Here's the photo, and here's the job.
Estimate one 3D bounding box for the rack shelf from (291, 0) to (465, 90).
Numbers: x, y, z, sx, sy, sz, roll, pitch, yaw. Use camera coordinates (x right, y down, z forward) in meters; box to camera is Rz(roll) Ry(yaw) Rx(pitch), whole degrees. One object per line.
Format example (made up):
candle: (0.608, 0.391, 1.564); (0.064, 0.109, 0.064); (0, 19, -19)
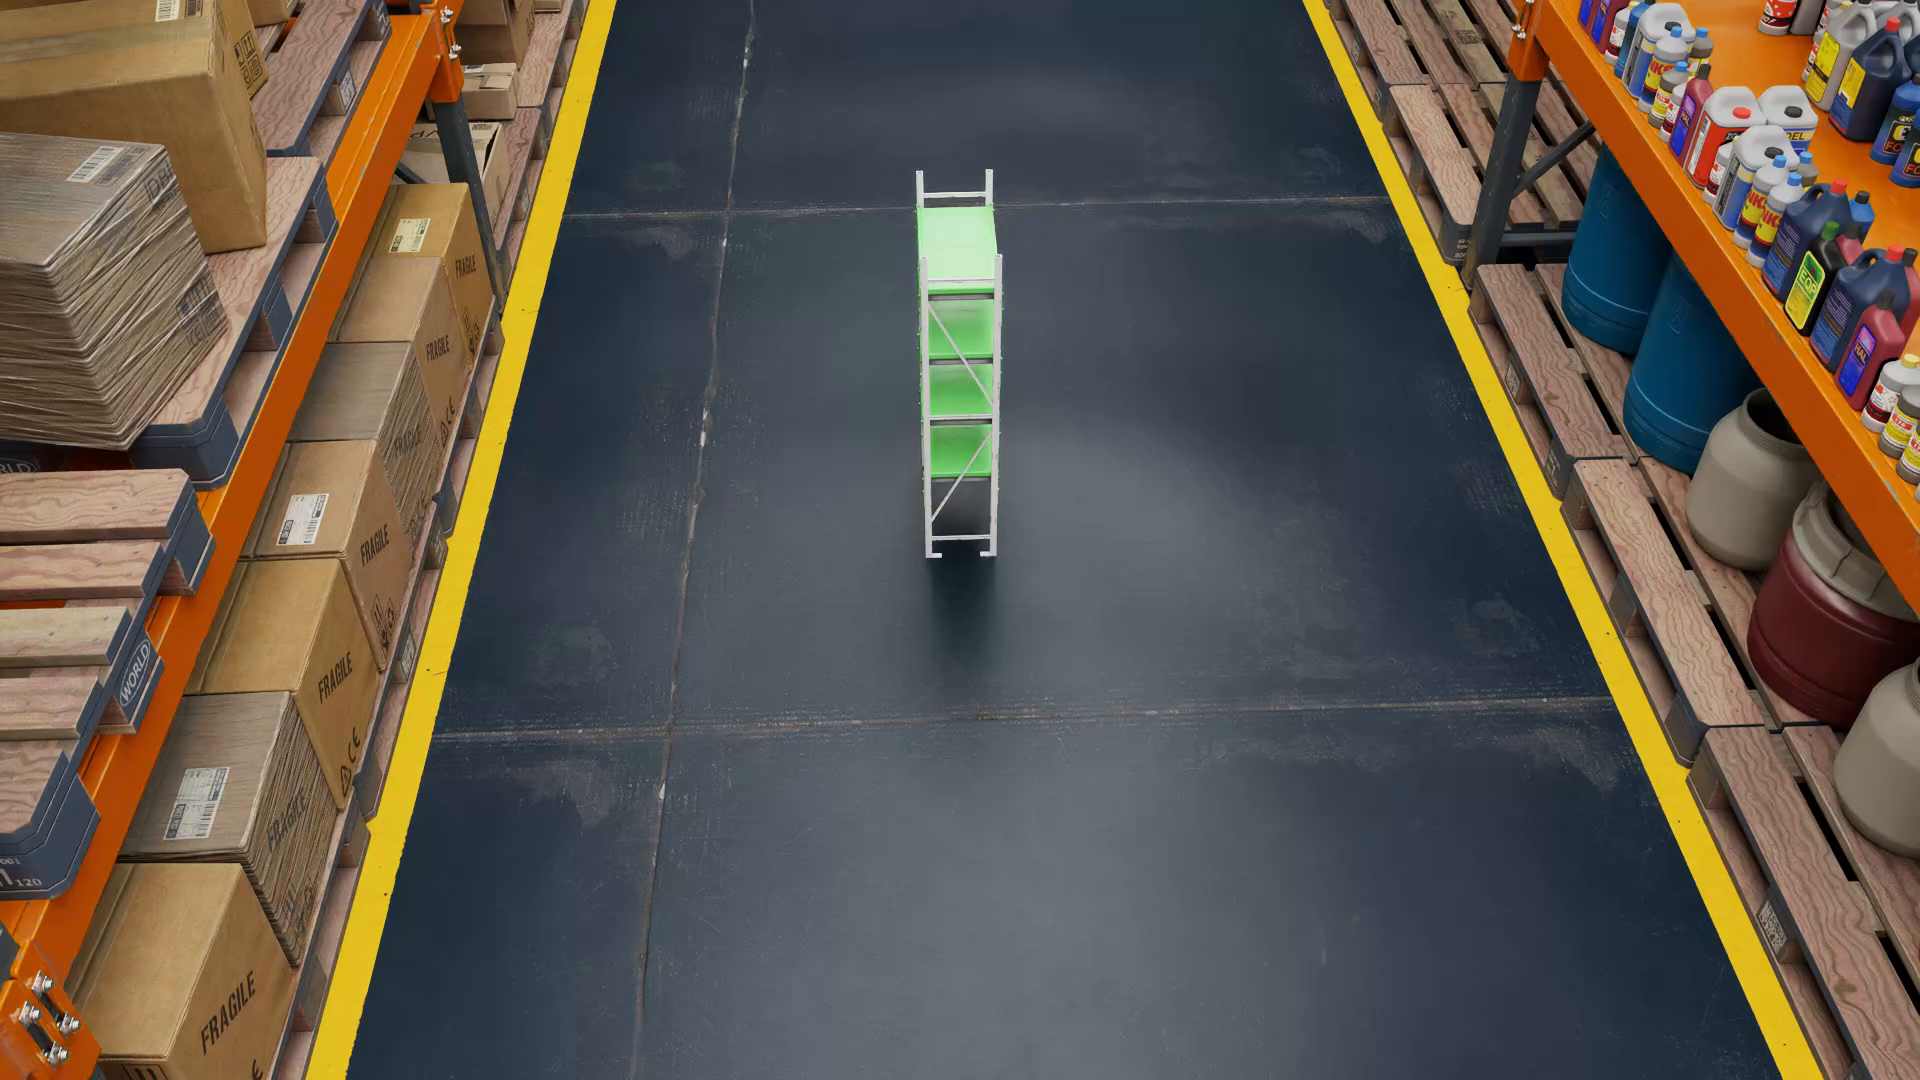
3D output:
rack shelf: (-2.442, -3.128, 7.475); (1.077, 0.370, 4.000); (-2, 43, -2)

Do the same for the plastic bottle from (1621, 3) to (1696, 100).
plastic bottle: (2.247, -1.567, 5.331); (0.152, 0.276, 0.135); (-2, 43, -2)

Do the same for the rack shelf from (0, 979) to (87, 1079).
rack shelf: (-2.102, 2.273, 1.583); (1.077, 0.370, 4.000); (-2, 43, -2)

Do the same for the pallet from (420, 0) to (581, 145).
pallet: (-2.440, -2.304, 8.108); (1.003, 0.211, 1.213); (-2, 43, -2)

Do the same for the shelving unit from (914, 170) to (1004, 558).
shelving unit: (-0.007, -0.554, 5.466); (0.258, 1.200, 0.503); (-2, 43, -2)

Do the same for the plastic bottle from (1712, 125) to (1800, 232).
plastic bottle: (2.280, -1.032, 4.748); (0.152, 0.276, 0.135); (-2, 43, -2)

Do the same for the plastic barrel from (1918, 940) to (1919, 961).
plastic barrel: (2.724, 0.833, 3.917); (0.600, 0.830, 0.708); (-2, 43, -2)

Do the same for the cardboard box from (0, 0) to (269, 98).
cardboard box: (-2.468, -1.446, 4.723); (0.700, 0.500, 0.500); (5, 43, 5)

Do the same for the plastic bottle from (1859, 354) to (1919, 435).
plastic bottle: (2.293, -0.364, 4.074); (0.097, 0.201, 0.097); (0, 43, 0)

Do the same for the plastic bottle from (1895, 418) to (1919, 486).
plastic bottle: (2.301, -0.233, 3.931); (0.097, 0.201, 0.097); (0, 43, 0)

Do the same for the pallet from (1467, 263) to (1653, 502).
pallet: (2.583, -0.633, 6.284); (1.003, 0.211, 1.213); (-2, 43, -2)

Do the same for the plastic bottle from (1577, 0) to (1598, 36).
plastic bottle: (2.181, -1.880, 5.667); (0.061, 0.283, 0.133); (-2, 43, -2)

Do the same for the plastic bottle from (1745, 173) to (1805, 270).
plastic bottle: (2.262, -0.885, 4.591); (0.097, 0.271, 0.097); (0, 43, 0)

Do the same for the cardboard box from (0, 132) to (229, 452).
cardboard box: (-2.174, -0.579, 3.777); (0.700, 0.500, 0.500); (6, 43, 6)

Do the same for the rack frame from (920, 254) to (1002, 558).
rack frame: (0.003, -0.389, 5.287); (0.240, 1.200, 0.015); (-2, 43, -2)

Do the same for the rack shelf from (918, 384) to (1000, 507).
rack shelf: (-0.007, -0.330, 5.672); (0.258, 0.148, 0.480); (-2, 43, -2)

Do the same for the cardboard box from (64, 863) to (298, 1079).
cardboard box: (-1.921, 1.101, 3.853); (0.500, 0.500, 0.500); (0, 43, 0)

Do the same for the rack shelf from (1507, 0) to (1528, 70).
rack shelf: (2.507, -3.268, 7.628); (1.077, 0.370, 4.000); (-2, 43, -2)

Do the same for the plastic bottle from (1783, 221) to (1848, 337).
plastic bottle: (2.256, -0.687, 4.366); (0.061, 0.283, 0.133); (-2, 43, -2)

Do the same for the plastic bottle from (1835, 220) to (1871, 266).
plastic bottle: (2.317, -0.688, 4.367); (0.061, 0.283, 0.133); (-2, 43, -2)

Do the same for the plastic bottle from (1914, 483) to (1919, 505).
plastic bottle: (2.306, -0.193, 3.836); (0.097, 0.271, 0.097); (0, 43, 0)

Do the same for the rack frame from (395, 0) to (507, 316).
rack frame: (-2.357, -2.043, 5.759); (1.000, 3.000, 0.127); (-2, 43, -2)

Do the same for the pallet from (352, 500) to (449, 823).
pallet: (-2.230, 0.358, 5.203); (1.003, 0.211, 1.213); (-2, 43, -2)

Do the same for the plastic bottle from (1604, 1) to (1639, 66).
plastic bottle: (2.210, -1.682, 5.512); (0.097, 0.201, 0.097); (0, 43, 0)

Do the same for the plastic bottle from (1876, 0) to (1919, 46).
plastic bottle: (2.958, -1.553, 5.261); (0.144, 0.351, 0.185); (-2, 43, -2)

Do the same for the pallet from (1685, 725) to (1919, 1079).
pallet: (2.687, 1.015, 4.487); (1.003, 0.211, 1.213); (-2, 43, -2)

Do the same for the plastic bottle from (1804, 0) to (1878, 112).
plastic bottle: (2.814, -1.549, 5.257); (0.144, 0.351, 0.185); (-2, 43, -2)

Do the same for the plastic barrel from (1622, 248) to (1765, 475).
plastic barrel: (2.628, -0.718, 5.556); (0.600, 0.901, 0.708); (-2, 43, -2)

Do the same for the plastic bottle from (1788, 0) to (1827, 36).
plastic bottle: (2.932, -1.880, 5.673); (0.152, 0.276, 0.135); (-2, 43, -2)

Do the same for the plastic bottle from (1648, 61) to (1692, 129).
plastic bottle: (2.228, -1.394, 5.198); (0.097, 0.201, 0.097); (0, 43, 0)

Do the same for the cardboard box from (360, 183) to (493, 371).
cardboard box: (-2.050, -0.959, 6.101); (0.500, 0.500, 0.500); (-2, 43, -2)

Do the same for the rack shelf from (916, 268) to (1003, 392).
rack shelf: (-0.007, -0.684, 5.347); (0.258, 0.148, 0.480); (-2, 43, -2)

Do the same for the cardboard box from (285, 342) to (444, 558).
cardboard box: (-2.016, -0.286, 5.367); (0.500, 0.500, 0.500); (-1, 43, -1)

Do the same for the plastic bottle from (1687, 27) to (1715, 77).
plastic bottle: (2.370, -1.555, 5.374); (0.097, 0.201, 0.097); (0, 43, 0)

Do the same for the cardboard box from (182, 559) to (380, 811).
cardboard box: (-1.965, 0.409, 4.608); (0.500, 0.500, 0.500); (-2, 43, -2)

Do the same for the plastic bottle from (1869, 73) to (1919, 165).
plastic bottle: (2.845, -1.275, 5.017); (0.097, 0.271, 0.097); (0, 43, 0)

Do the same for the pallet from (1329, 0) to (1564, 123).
pallet: (2.467, -2.476, 8.295); (1.003, 0.211, 1.213); (-2, 43, -2)

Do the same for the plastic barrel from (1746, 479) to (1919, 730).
plastic barrel: (2.676, 0.160, 4.830); (0.600, 0.588, 0.708); (-2, 43, -2)

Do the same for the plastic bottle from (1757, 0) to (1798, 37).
plastic bottle: (2.808, -1.837, 5.681); (0.097, 0.201, 0.097); (0, 43, 0)

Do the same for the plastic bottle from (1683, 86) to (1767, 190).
plastic bottle: (2.270, -1.189, 4.919); (0.152, 0.276, 0.135); (-2, 43, -2)

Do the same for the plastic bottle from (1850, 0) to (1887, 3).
plastic bottle: (2.987, -1.728, 5.502); (0.061, 0.283, 0.133); (-2, 43, -2)

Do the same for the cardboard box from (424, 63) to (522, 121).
cardboard box: (-2.205, -2.034, 7.520); (0.380, 0.166, 0.250); (-2, 43, -2)

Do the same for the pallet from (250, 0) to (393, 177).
pallet: (-2.432, -1.430, 5.232); (1.003, 0.211, 1.213); (-2, 43, -2)

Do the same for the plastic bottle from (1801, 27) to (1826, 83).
plastic bottle: (2.823, -1.590, 5.412); (0.097, 0.201, 0.097); (0, 43, 0)

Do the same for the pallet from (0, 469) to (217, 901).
pallet: (-2.286, 0.272, 3.375); (1.213, 0.211, 1.003); (-2, 43, -2)

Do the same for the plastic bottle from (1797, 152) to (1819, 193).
plastic bottle: (2.404, -1.021, 4.791); (0.097, 0.201, 0.097); (0, 43, 0)
